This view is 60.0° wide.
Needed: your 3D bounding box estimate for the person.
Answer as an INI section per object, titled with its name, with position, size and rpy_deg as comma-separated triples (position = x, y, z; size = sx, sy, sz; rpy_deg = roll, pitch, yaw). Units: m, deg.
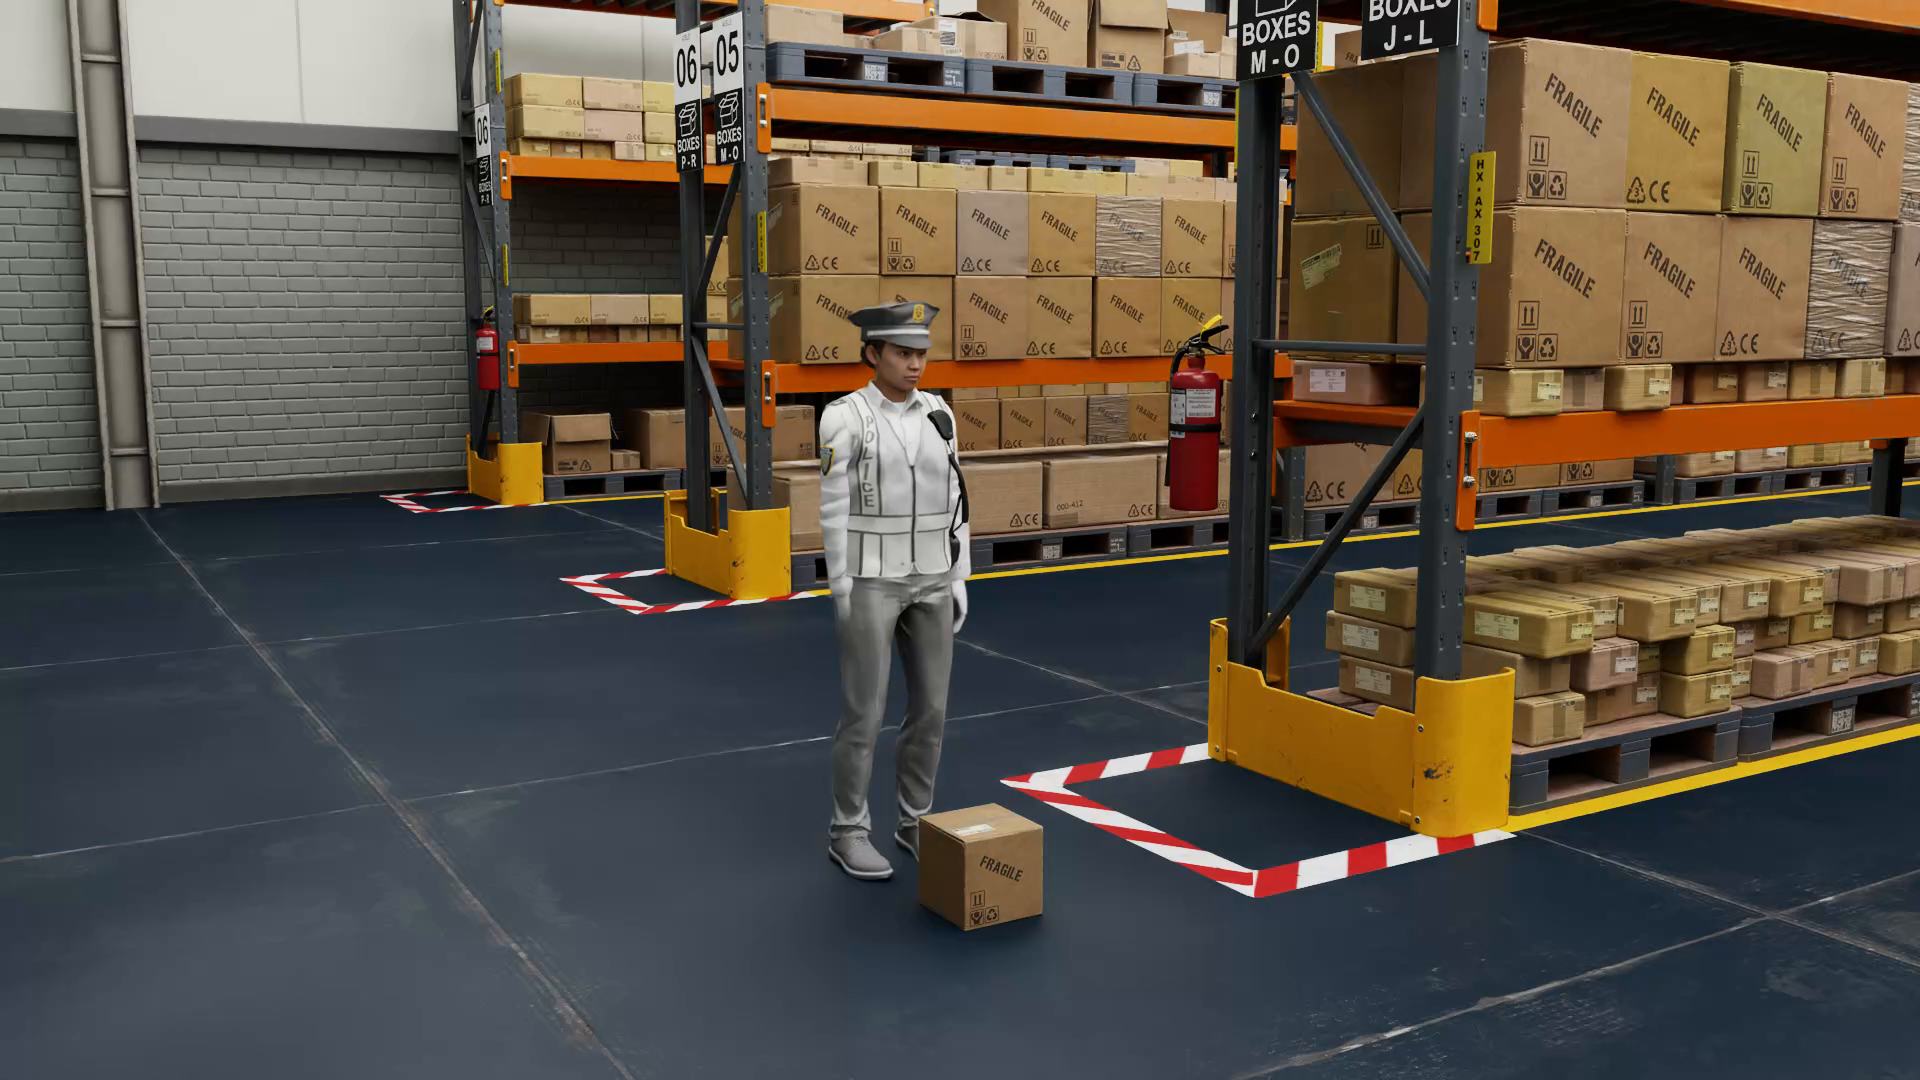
[person]
position = -0.175, 0.143, 4.865
size = 0.468, 1.670, 0.329
rpy_deg = -5, 10, -30
